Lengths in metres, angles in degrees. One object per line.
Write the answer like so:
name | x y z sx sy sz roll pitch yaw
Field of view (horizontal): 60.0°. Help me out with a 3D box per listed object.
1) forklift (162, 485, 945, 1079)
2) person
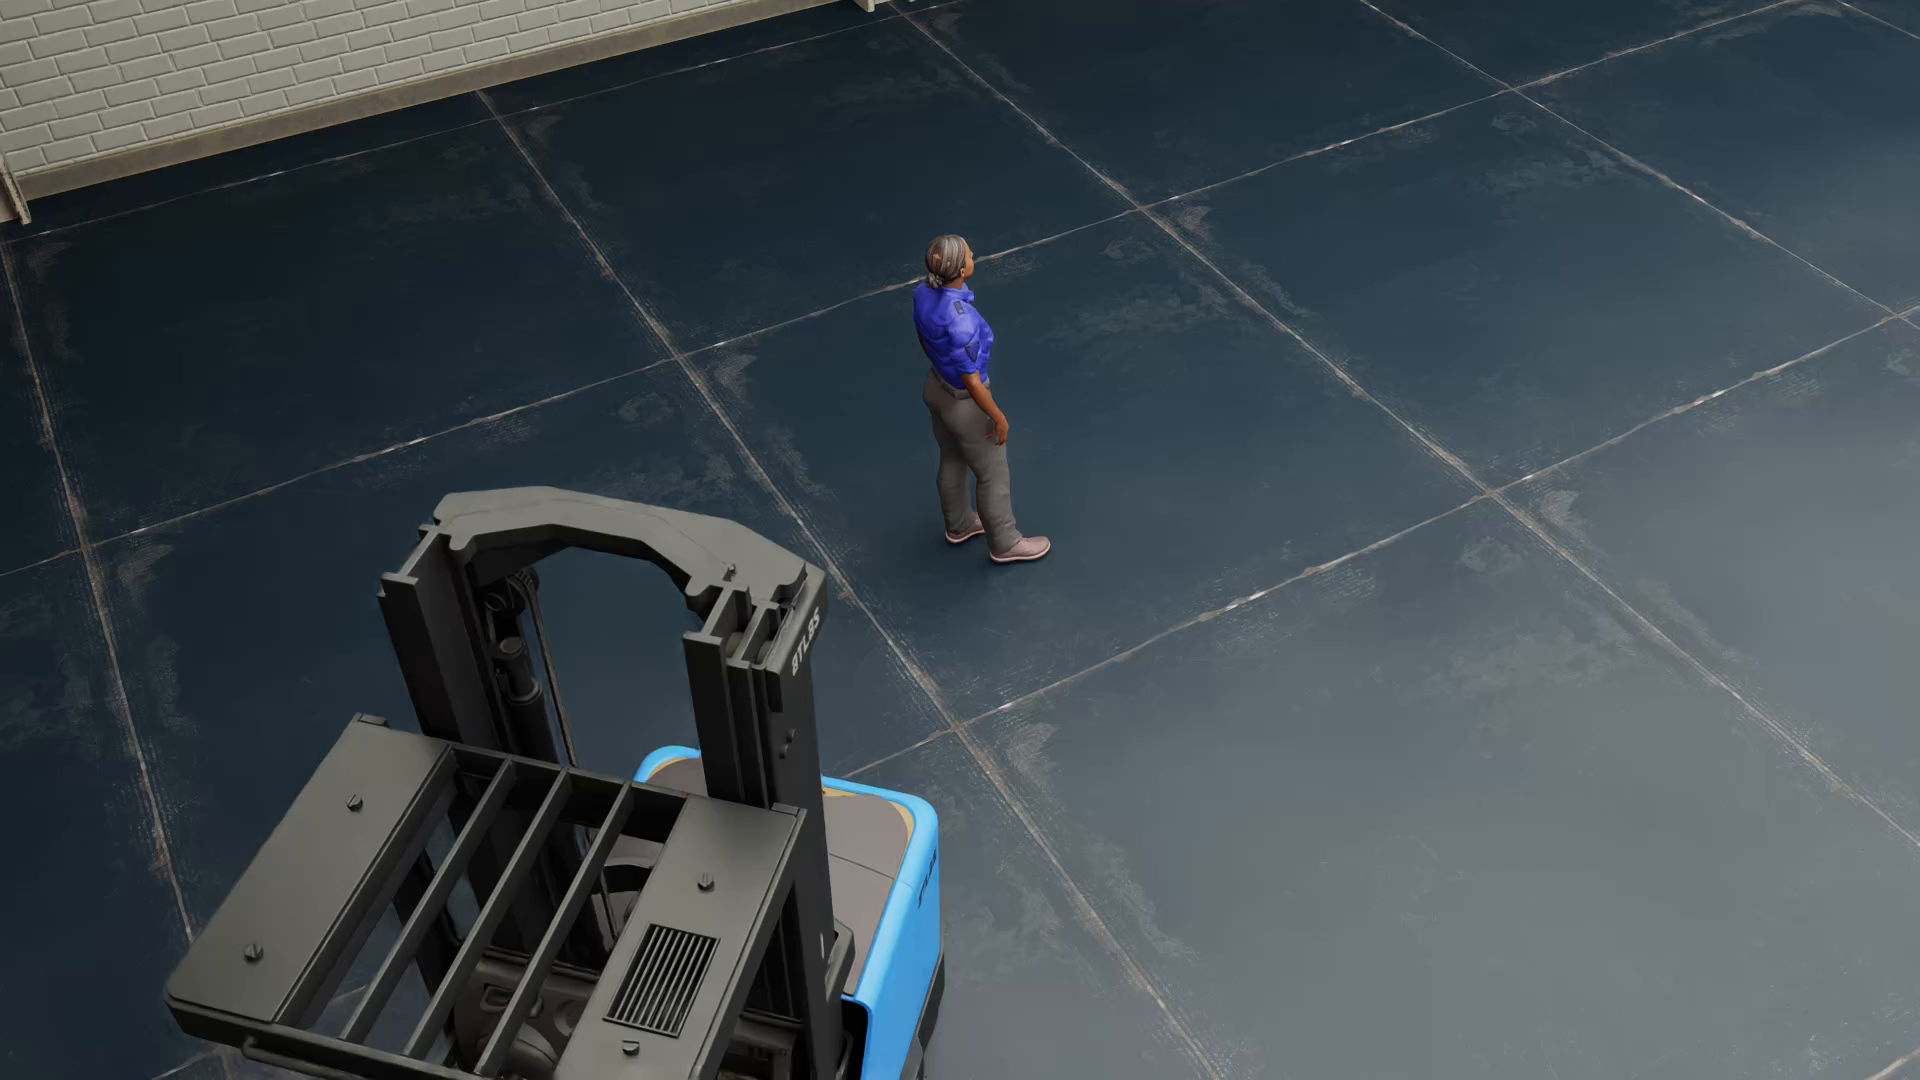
forklift | -0.928 1.438 4.147 1.130 2.935 3.031 10 44 11
person | 0.086 -0.630 7.305 0.504 1.654 0.570 -21 47 -21
